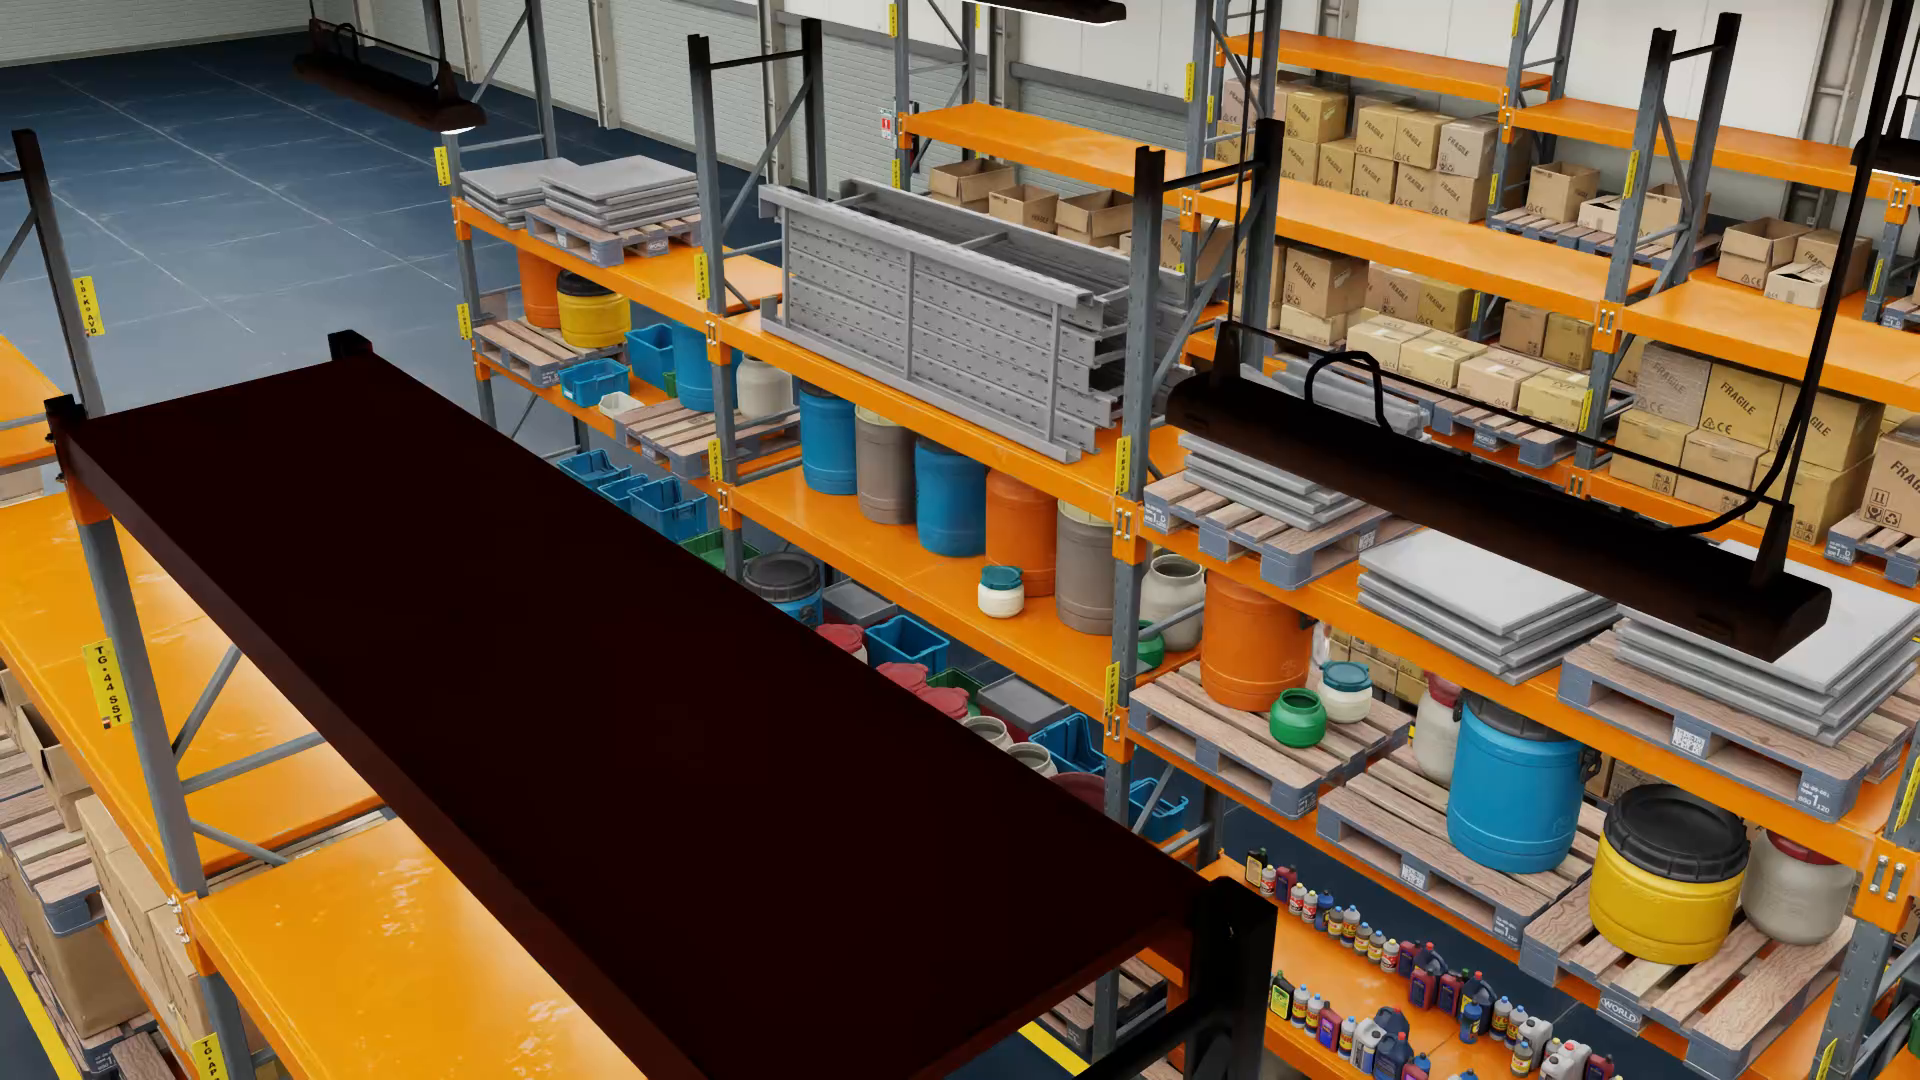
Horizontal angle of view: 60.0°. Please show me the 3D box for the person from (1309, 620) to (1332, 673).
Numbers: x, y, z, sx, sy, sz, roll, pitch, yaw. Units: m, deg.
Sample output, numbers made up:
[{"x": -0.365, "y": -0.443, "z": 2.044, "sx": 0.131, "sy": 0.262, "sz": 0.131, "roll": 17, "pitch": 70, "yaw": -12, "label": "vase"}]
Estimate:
[{"x": 2.819, "y": 0.796, "z": 13.720, "sx": 0.584, "sy": 1.644, "sz": 0.586, "roll": -17, "pitch": 31, "yaw": -30, "label": "person"}]
